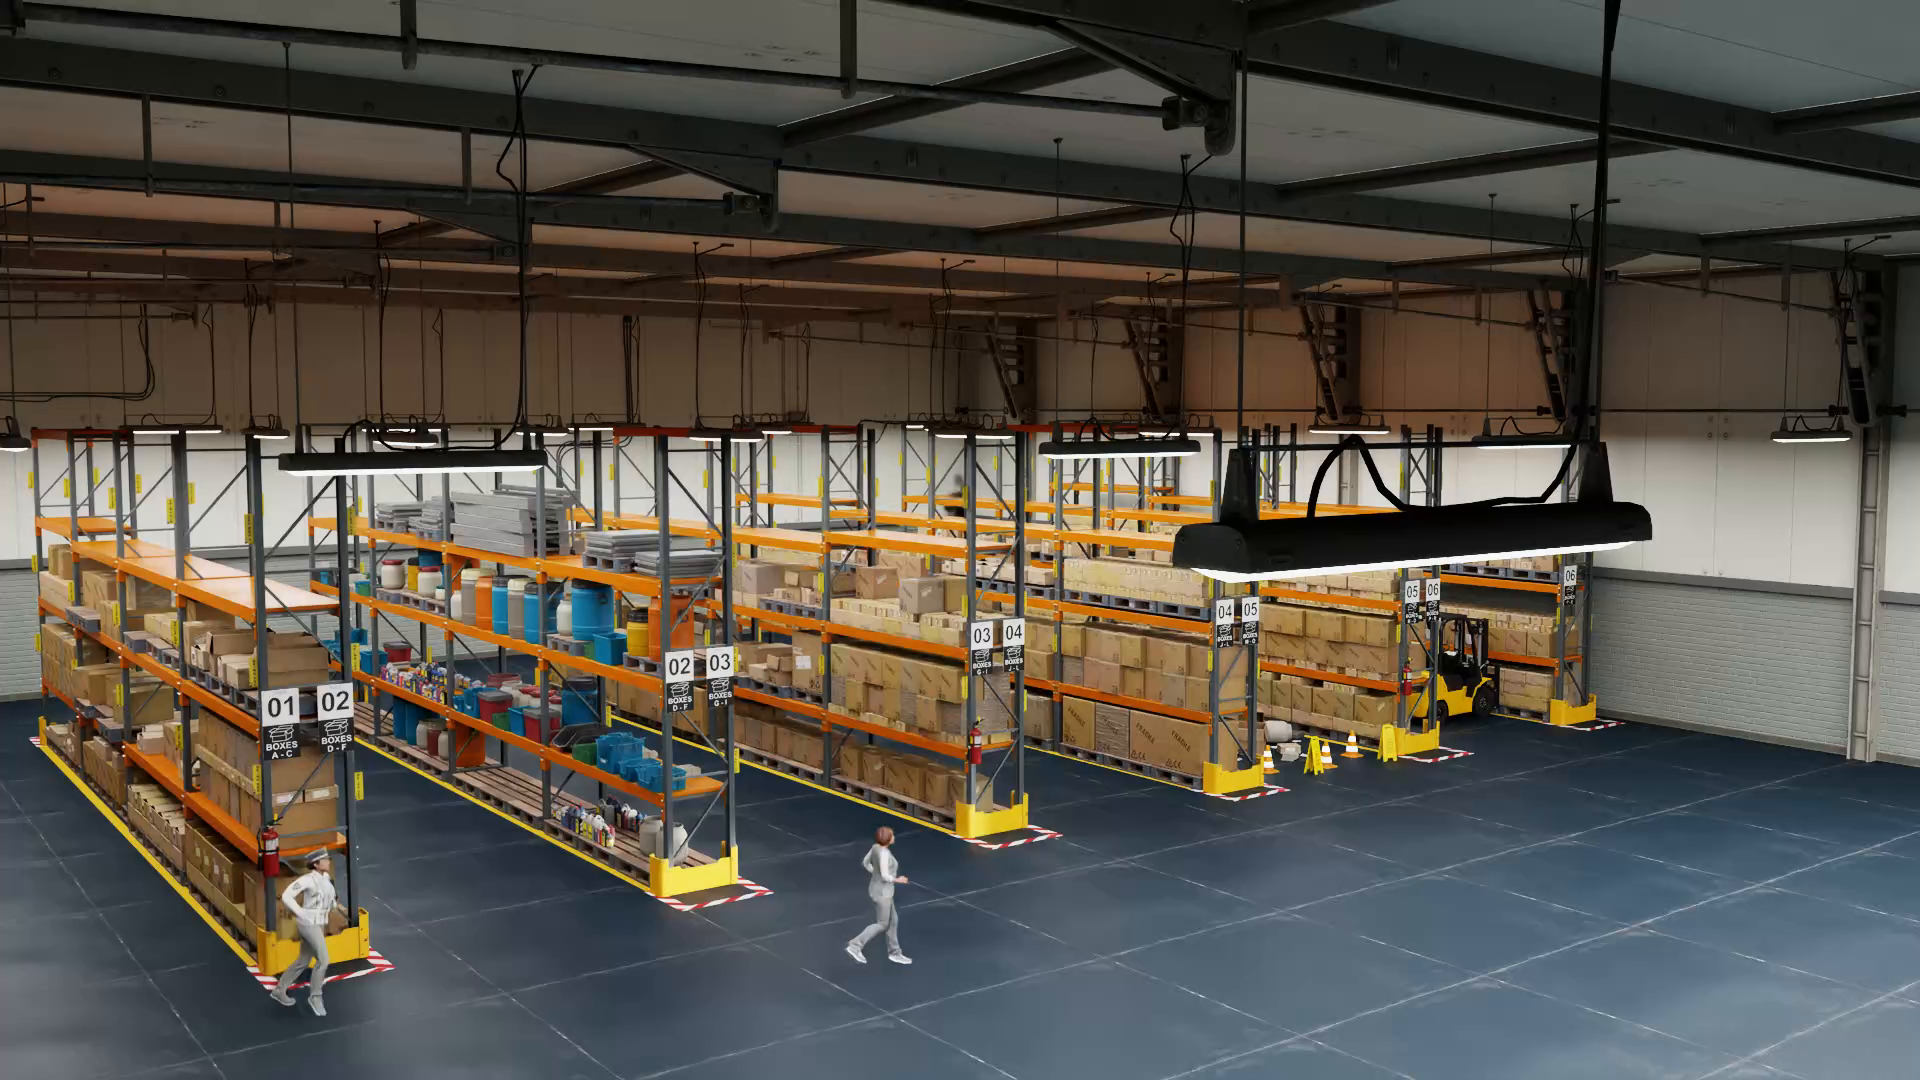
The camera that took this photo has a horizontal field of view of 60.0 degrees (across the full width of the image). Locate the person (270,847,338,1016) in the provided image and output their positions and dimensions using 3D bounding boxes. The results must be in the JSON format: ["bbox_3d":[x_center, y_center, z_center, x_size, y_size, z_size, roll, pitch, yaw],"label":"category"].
[{"bbox_3d":[-6.935,4.136,17.662,0.662,1.737,0.650,0,4,2],"label":"person"}]

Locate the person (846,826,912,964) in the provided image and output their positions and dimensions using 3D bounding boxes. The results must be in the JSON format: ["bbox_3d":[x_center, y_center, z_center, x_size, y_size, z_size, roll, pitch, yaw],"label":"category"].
[{"bbox_3d":[-0.923,4.051,18.899,0.770,1.613,0.565,-1,5,-13],"label":"person"}]
